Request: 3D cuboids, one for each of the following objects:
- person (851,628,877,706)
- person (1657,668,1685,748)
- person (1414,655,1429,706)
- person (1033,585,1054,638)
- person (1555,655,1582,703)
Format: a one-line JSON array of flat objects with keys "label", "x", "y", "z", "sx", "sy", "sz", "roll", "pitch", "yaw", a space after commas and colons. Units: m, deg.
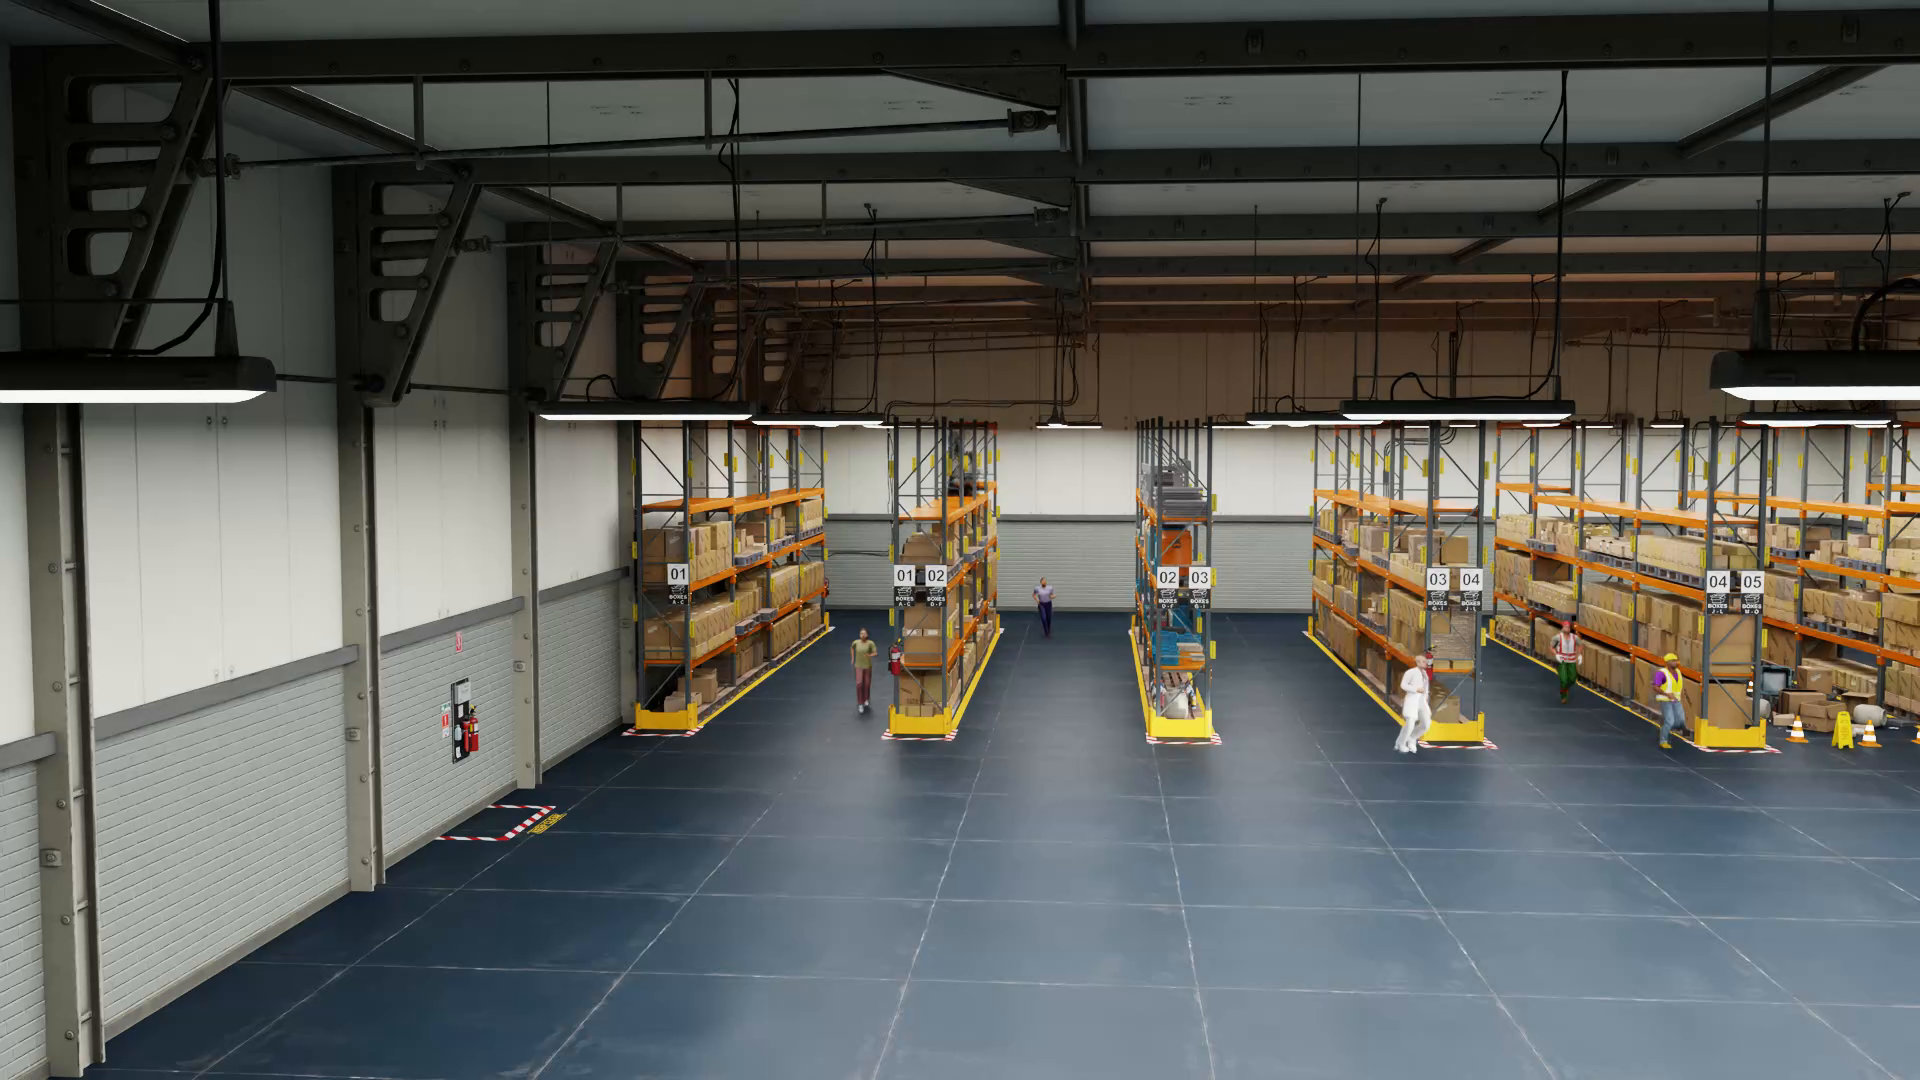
[{"label": "person", "x": -1.967, "y": 2.574, "z": 34.121, "sx": 0.546, "sy": 1.568, "sz": 0.811, "roll": 0, "pitch": 4, "yaw": -3}, {"label": "person", "x": 12.808, "y": 3.026, "z": 30.045, "sx": 0.429, "sy": 1.455, "sz": 0.534, "roll": -1, "pitch": 4, "yaw": -22}, {"label": "person", "x": 8.197, "y": 2.519, "z": 29.615, "sx": 0.675, "sy": 0.906, "sz": 0.625, "roll": -2, "pitch": 4, "yaw": -26}, {"label": "person", "x": 2.349, "y": 1.973, "z": 46.430, "sx": 0.582, "sy": 1.482, "sz": 0.839, "roll": -1, "pitch": 4, "yaw": -9}, {"label": "person", "x": 12.817, "y": 2.919, "z": 35.104, "sx": 0.579, "sy": 1.032, "sz": 0.622, "roll": 0, "pitch": 4, "yaw": 6}]
